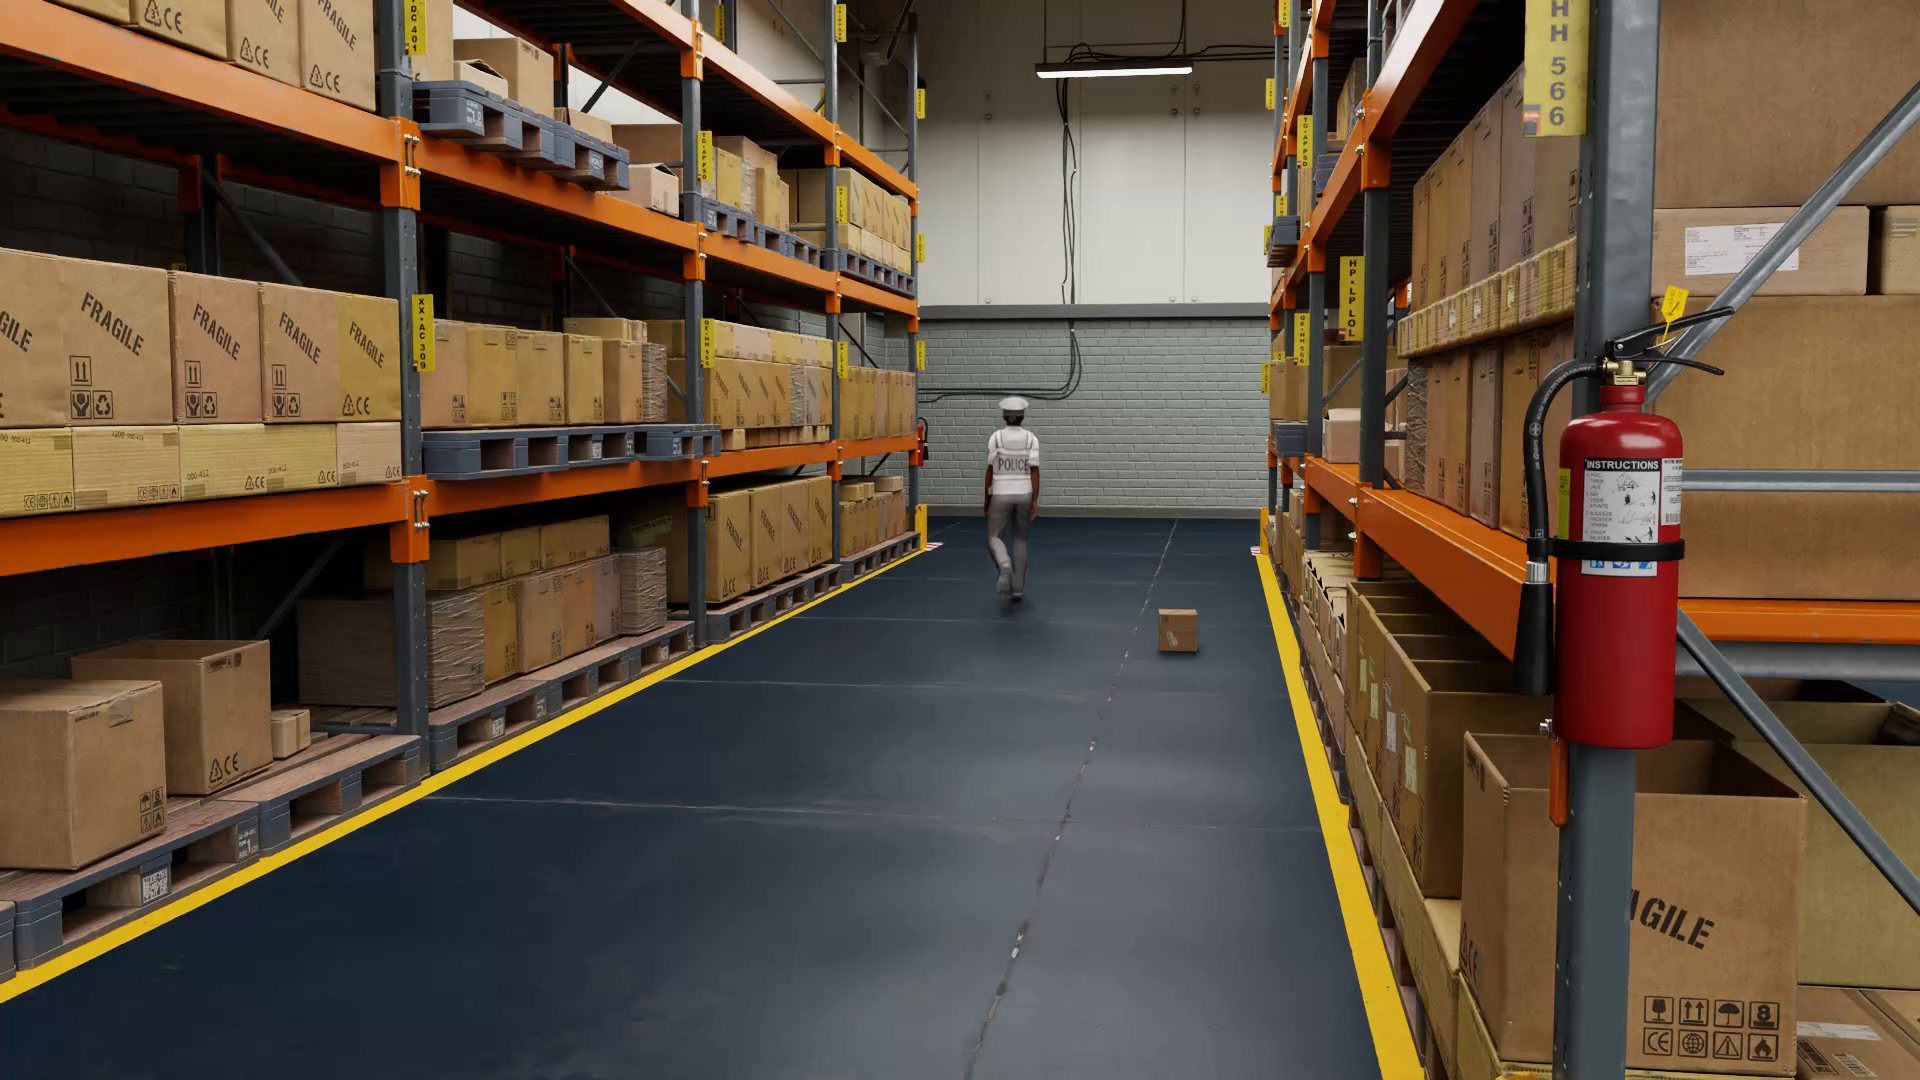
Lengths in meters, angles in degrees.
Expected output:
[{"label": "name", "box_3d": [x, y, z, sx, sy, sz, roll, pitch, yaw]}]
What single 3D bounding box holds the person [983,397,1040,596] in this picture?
[{"label": "person", "box_3d": [0.432, -0.350, 13.817, 0.454, 1.669, 0.618, -1, 5, -7]}]
